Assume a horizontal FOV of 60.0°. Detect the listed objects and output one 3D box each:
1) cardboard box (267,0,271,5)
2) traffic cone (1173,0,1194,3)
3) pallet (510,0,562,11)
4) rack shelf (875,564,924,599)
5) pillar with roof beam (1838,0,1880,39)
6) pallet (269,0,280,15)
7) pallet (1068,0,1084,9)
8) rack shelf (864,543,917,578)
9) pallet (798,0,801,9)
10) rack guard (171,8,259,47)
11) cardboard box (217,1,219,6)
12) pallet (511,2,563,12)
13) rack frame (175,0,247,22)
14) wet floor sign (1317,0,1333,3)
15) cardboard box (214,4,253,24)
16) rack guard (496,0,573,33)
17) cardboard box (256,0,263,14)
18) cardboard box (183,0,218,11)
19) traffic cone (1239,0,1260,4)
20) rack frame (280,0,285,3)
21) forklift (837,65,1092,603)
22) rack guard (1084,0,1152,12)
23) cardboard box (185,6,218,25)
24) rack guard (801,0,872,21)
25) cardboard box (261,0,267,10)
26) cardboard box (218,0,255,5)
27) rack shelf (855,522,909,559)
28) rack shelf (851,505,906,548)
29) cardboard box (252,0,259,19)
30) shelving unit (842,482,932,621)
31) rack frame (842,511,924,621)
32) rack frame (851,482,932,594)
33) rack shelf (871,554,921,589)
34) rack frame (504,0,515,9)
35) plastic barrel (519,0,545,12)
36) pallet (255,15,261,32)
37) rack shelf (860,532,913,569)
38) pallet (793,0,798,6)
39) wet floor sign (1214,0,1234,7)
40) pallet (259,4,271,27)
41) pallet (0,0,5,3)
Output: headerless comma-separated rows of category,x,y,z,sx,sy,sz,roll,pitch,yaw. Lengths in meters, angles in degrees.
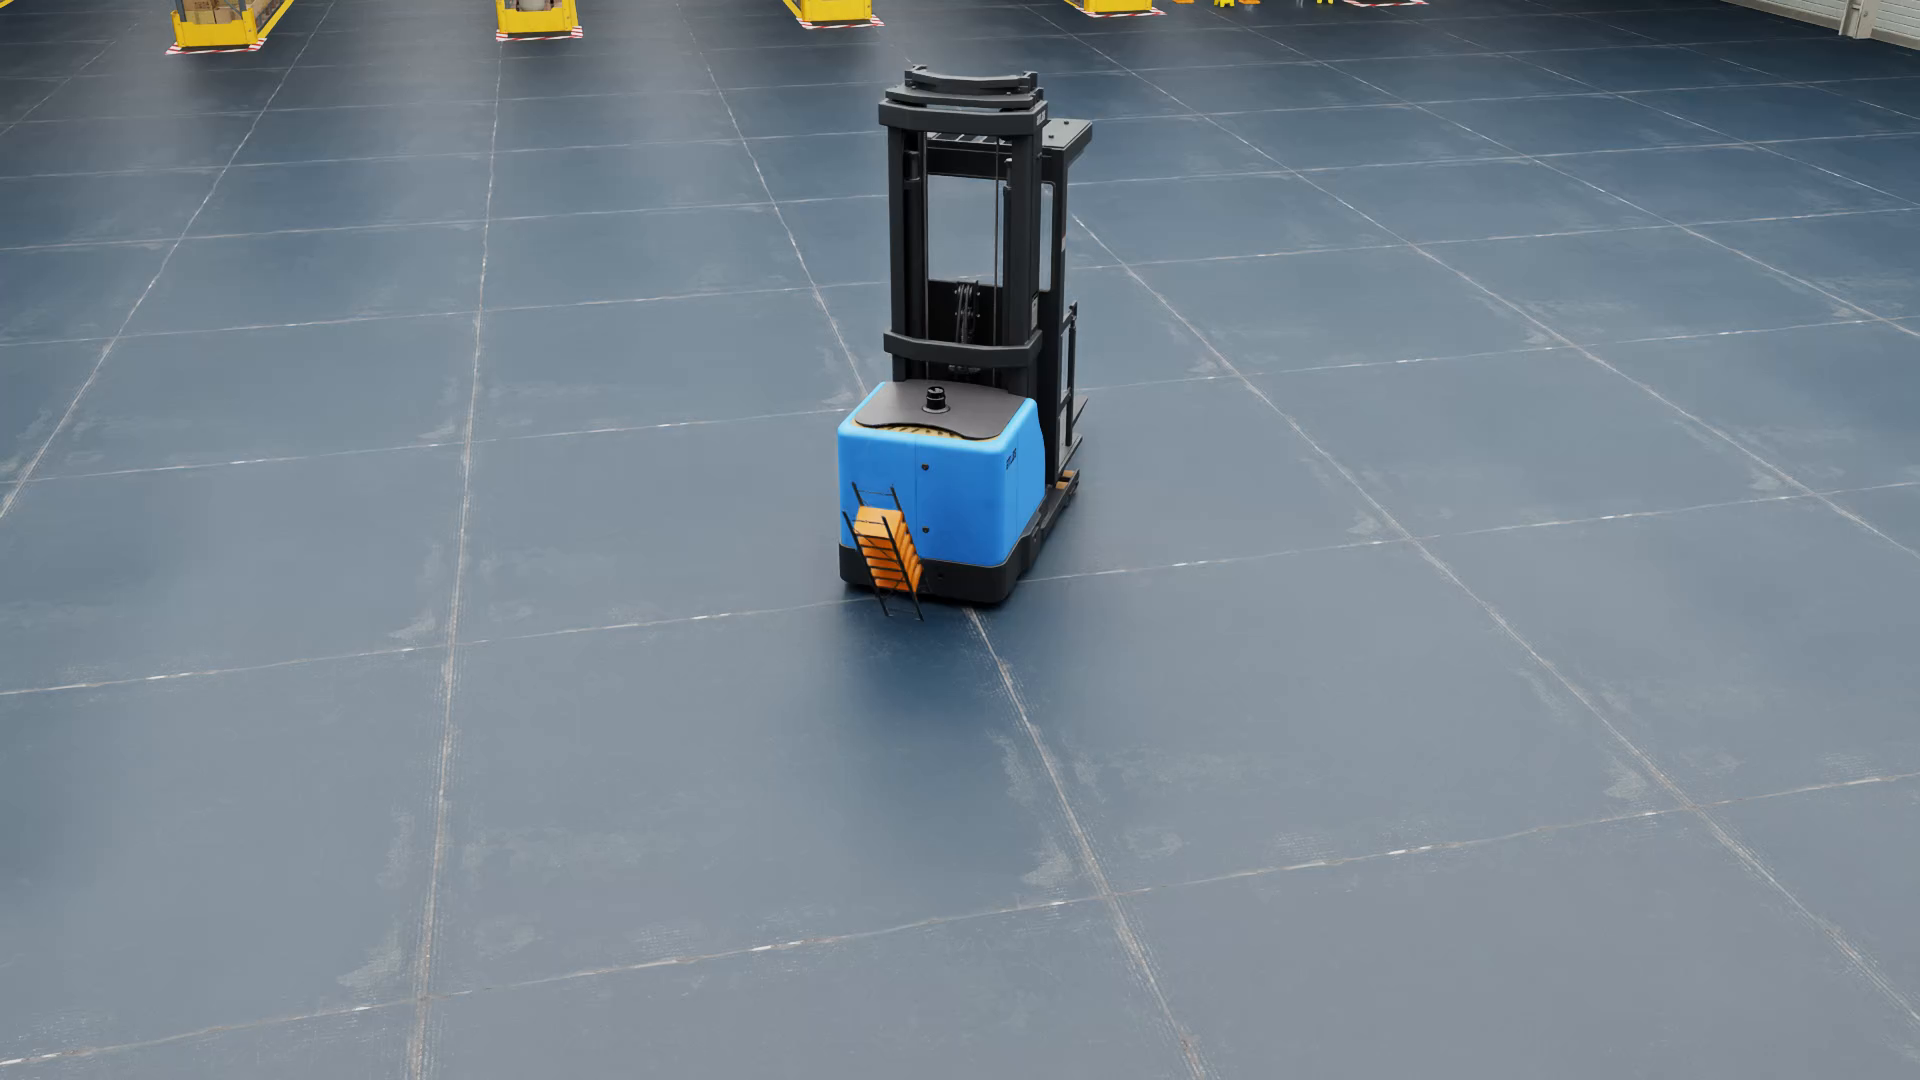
cardboard box,-12.097,-9.304,28.440,0.500,0.250,0.500,-6,27,-12
traffic cone,4.028,-9.917,29.884,0.336,0.463,0.334,-6,27,-12
pallet,-7.428,-9.385,29.110,1.003,0.211,1.213,-6,27,-12
rack shelf,-0.354,0.224,9.605,0.258,0.103,0.180,7,62,14
pillar with roof beam,10.279,-11.729,24.000,9.100,9.000,0.400,-6,27,-12
pallet,-12.506,-9.366,29.072,1.003,0.211,1.213,-6,27,-12
pallet,2.508,-9.770,29.872,1.003,0.211,1.213,-6,27,-12
rack shelf,-0.391,0.104,9.400,0.258,0.103,0.180,7,62,14
pallet,-2.256,-9.361,29.062,1.003,0.211,1.213,-6,27,-12
rack guard,-11.737,-8.082,26.207,1.175,0.500,0.348,-6,27,-12
cardboard box,-12.276,-8.592,27.029,0.500,0.250,0.500,-6,27,-12
pallet,-7.157,-8.850,28.050,1.003,0.211,1.213,-6,27,-12
rack frame,-11.743,-9.208,25.665,1.000,3.000,0.127,-6,27,-12
wet floor sign,6.565,-9.976,29.798,0.267,0.644,0.232,3,27,6
cardboard box,-11.647,-8.426,26.701,0.500,0.250,0.500,-6,27,-12
rack guard,-6.979,-8.622,27.278,1.175,0.500,0.348,-6,27,-12
cardboard box,-11.875,-8.865,27.570,0.500,0.250,0.500,-6,27,-12
cardboard box,-12.154,-8.708,26.427,0.500,0.500,0.500,-6,27,-12
traffic cone,5.206,-9.882,29.815,0.336,0.463,0.334,-6,27,-12
rack frame,-12.644,-10.964,29.144,1.000,3.000,0.127,-6,27,-12
forklift,0.184,-1.580,10.628,1.130,2.935,3.031,8,28,15
rack guard,2.770,-9.545,29.107,1.175,0.500,0.348,-6,27,-12
cardboard box,-12.152,-8.374,26.596,0.500,0.250,0.500,-6,27,-12
rack guard,-2.108,-9.130,28.284,1.175,0.500,0.348,-6,27,-12
cardboard box,-11.983,-9.085,28.006,0.500,0.250,0.500,-6,27,-12
cardboard box,-11.761,-8.980,26.966,0.500,0.500,0.500,-6,27,-12
rack shelf,-0.428,-0.015,9.195,0.258,0.103,0.180,7,62,14
rack shelf,-0.446,-0.075,9.093,0.258,0.103,0.180,7,62,14
cardboard box,-11.763,-8.645,27.135,0.500,0.250,0.500,-6,27,-12
shelving unit,-0.397,0.082,9.362,0.258,1.200,0.189,7,62,14
rack frame,-0.418,0.161,9.320,0.240,1.200,0.006,7,62,14
rack frame,-0.376,0.004,9.404,0.240,1.200,0.006,7,62,14
rack shelf,-0.372,0.164,9.502,0.258,0.103,0.180,7,62,14
rack frame,-6.916,-9.710,26.658,1.000,3.000,0.127,-6,27,-12
plastic barrel,-7.139,-9.068,27.681,0.421,0.512,0.421,0,27,0
pallet,-11.956,-8.295,26.950,1.003,0.211,1.213,-6,27,-12
rack shelf,-0.409,0.044,9.298,0.258,0.103,0.180,7,62,14
pallet,-2.528,-9.896,30.121,1.003,0.211,1.213,-6,27,-12
wet floor sign,4.700,-9.809,29.468,0.267,0.644,0.232,-11,29,-20
pallet,-12.227,-8.829,28.009,1.003,0.211,1.213,-6,27,-12
pallet,-17.647,-9.556,29.449,1.003,0.211,1.213,-6,27,-12
